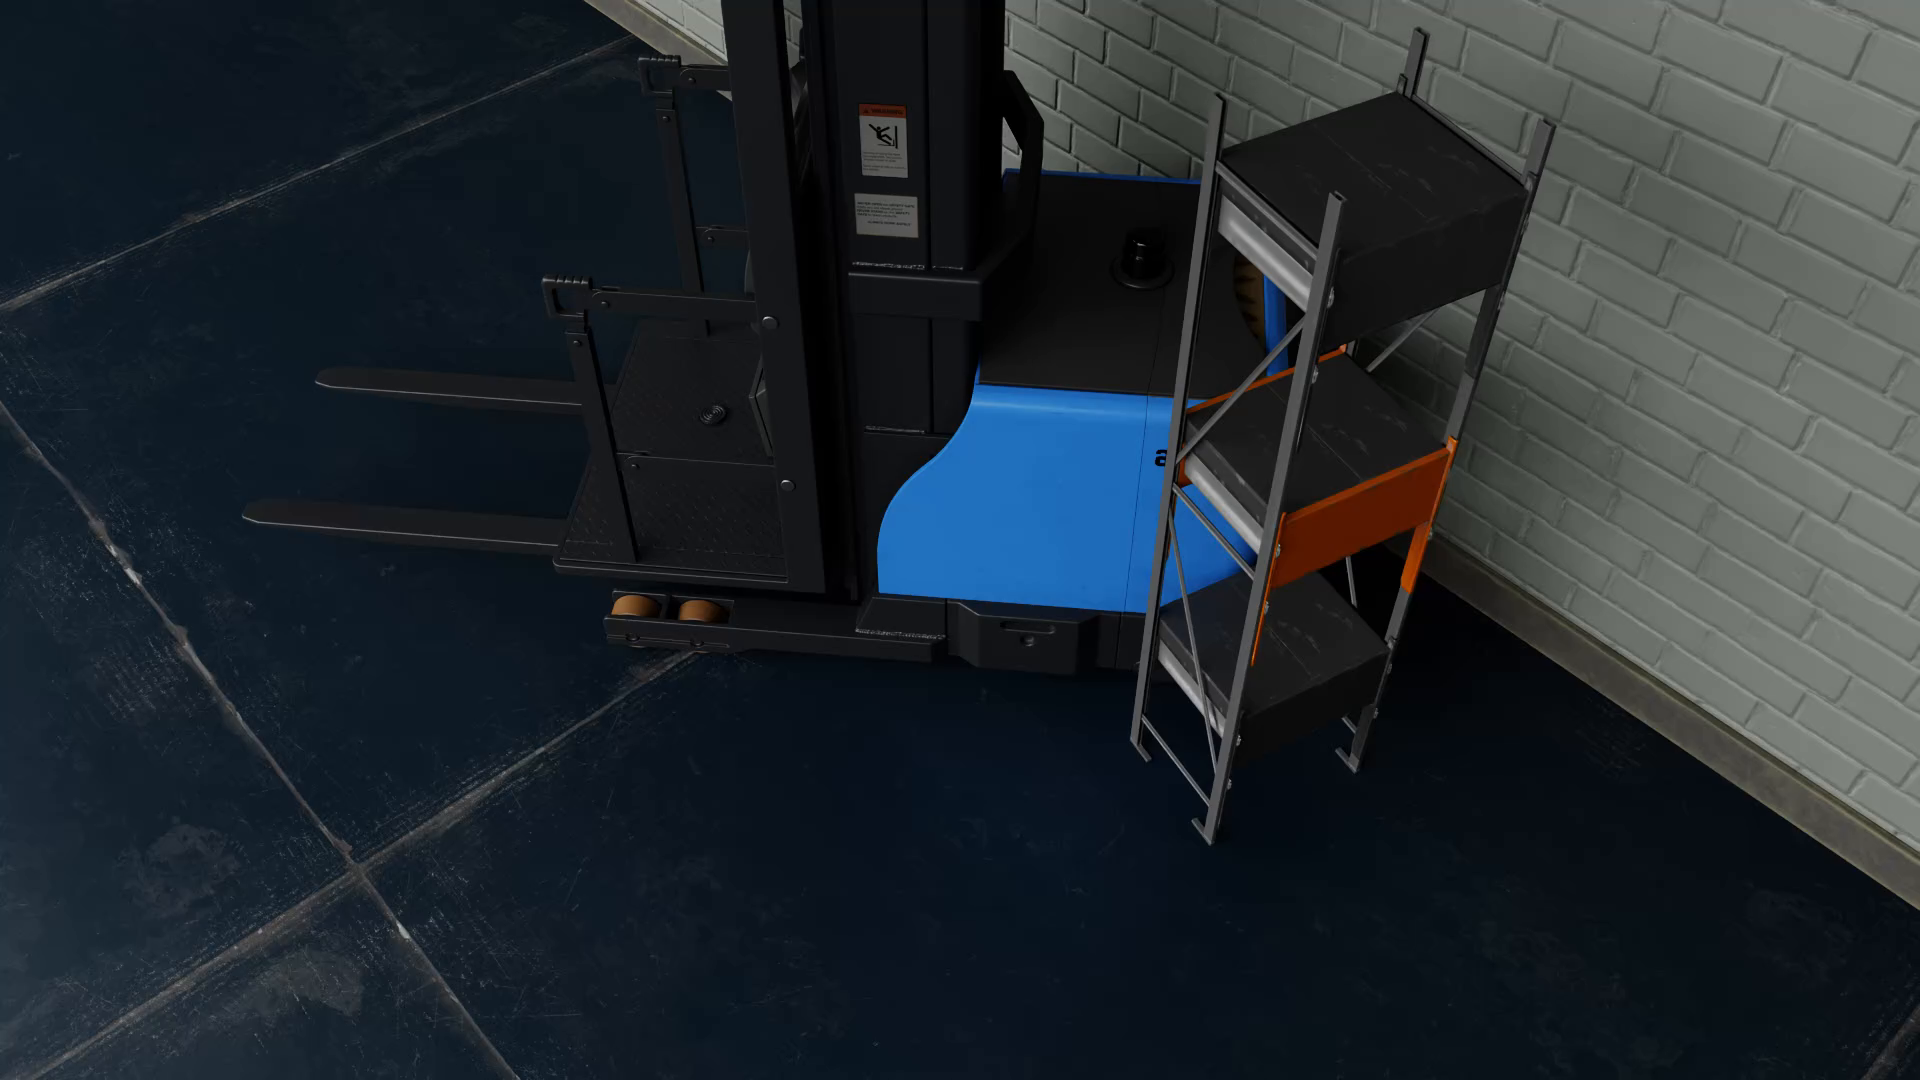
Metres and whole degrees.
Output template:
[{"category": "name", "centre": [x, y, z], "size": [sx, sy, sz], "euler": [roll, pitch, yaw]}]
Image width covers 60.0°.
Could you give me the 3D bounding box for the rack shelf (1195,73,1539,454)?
[{"category": "rack shelf", "centre": [0.799, -0.569, 3.412], "size": [0.480, 0.518, 0.431], "euler": [-22, 51, -19]}]

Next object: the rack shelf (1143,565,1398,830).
[{"category": "rack shelf", "centre": [0.799, 0.381, 4.441], "size": [0.480, 0.518, 0.431], "euler": [-22, 51, -19]}]

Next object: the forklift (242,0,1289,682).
[{"category": "forklift", "centre": [-0.627, -1.041, 4.217], "size": [3.031, 2.935, 1.130], "euler": [4, 47, 4]}]

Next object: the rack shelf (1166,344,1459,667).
[{"category": "rack shelf", "centre": [0.799, -0.094, 3.927], "size": [0.480, 0.518, 0.431], "euler": [-22, 51, -19]}]

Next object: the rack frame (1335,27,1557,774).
[{"category": "rack frame", "centre": [1.014, -0.189, 3.996], "size": [0.015, 2.100, 0.400], "euler": [-22, 51, -19]}]

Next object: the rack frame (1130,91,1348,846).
[{"category": "rack frame", "centre": [0.585, -0.017, 3.837], "size": [0.015, 2.100, 0.400], "euler": [-22, 51, -19]}]

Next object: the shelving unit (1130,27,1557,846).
[{"category": "shelving unit", "centre": [0.799, -0.103, 3.916], "size": [0.503, 2.100, 0.431], "euler": [-22, 51, -19]}]
